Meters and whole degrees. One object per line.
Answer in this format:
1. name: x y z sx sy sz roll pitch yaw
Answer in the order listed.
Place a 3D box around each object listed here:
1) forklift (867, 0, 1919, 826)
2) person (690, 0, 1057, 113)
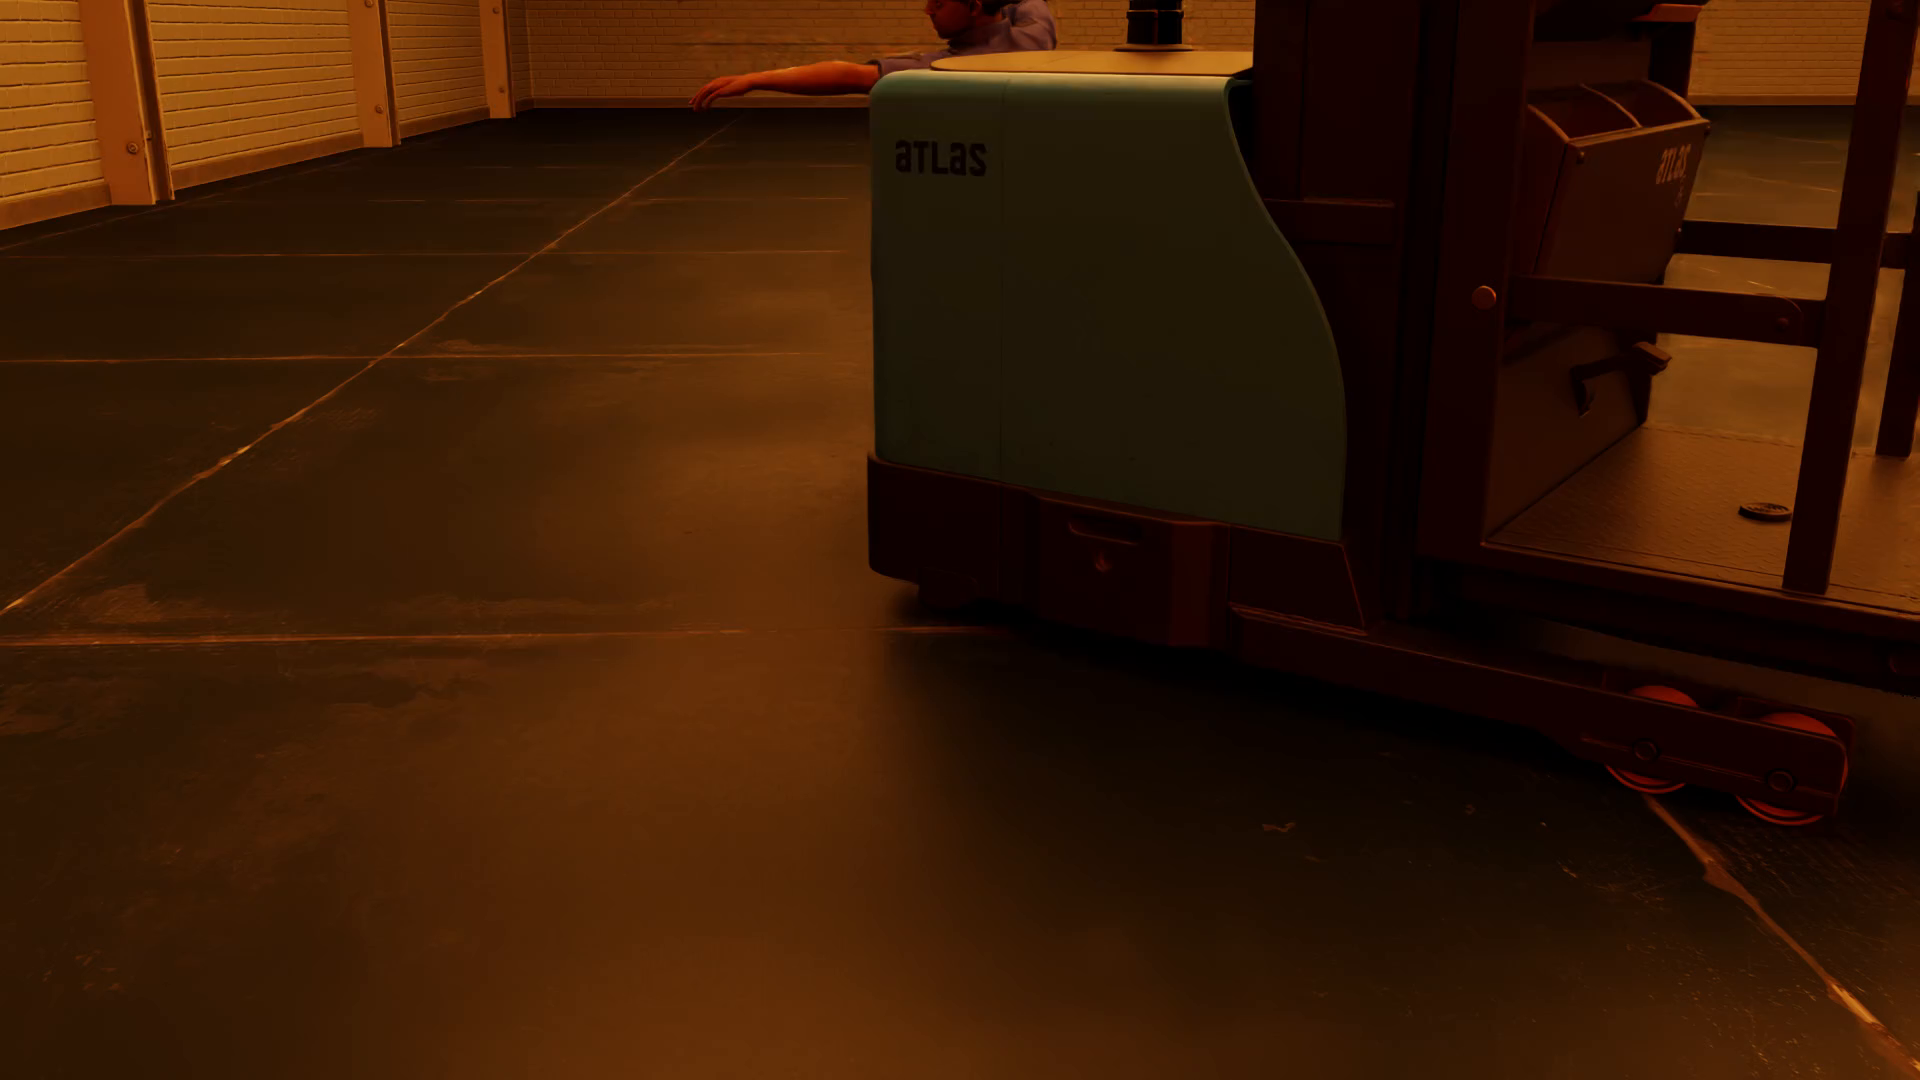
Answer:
1. forklift: 1.309 -1.147 2.658 3.031 2.935 1.130 12 20 33
2. person: -0.238 -0.910 4.502 1.002 1.441 0.841 -4 17 -13
